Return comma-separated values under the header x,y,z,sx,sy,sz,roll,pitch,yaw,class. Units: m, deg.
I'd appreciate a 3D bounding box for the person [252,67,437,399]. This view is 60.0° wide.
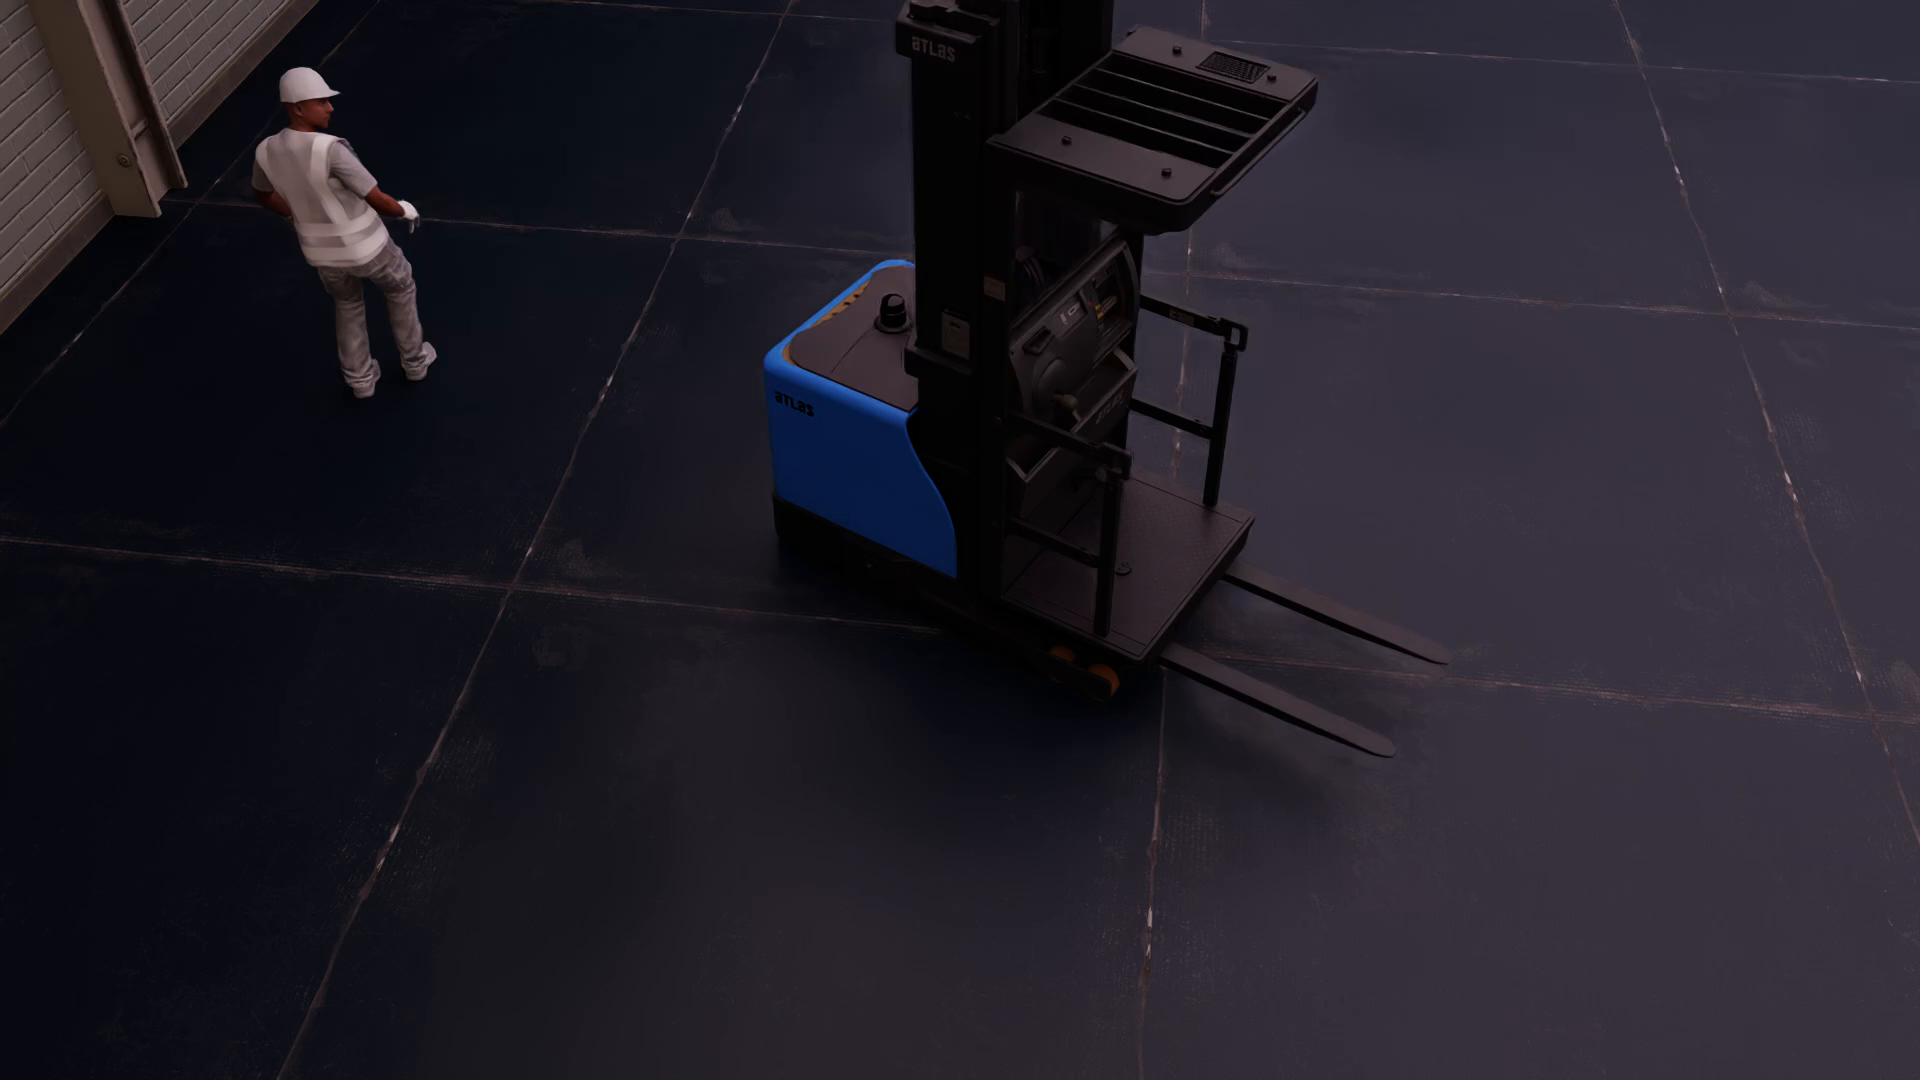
x,y,z,sx,sy,sz,roll,pitch,yaw,class
-3.057,-1.515,8.264,0.768,1.737,0.521,7,43,7,person

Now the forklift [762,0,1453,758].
x,y,z,sx,sy,sz,roll,pitch,yaw,class
0.639,-0.801,6.596,3.031,2.935,1.130,24,48,24,forklift
